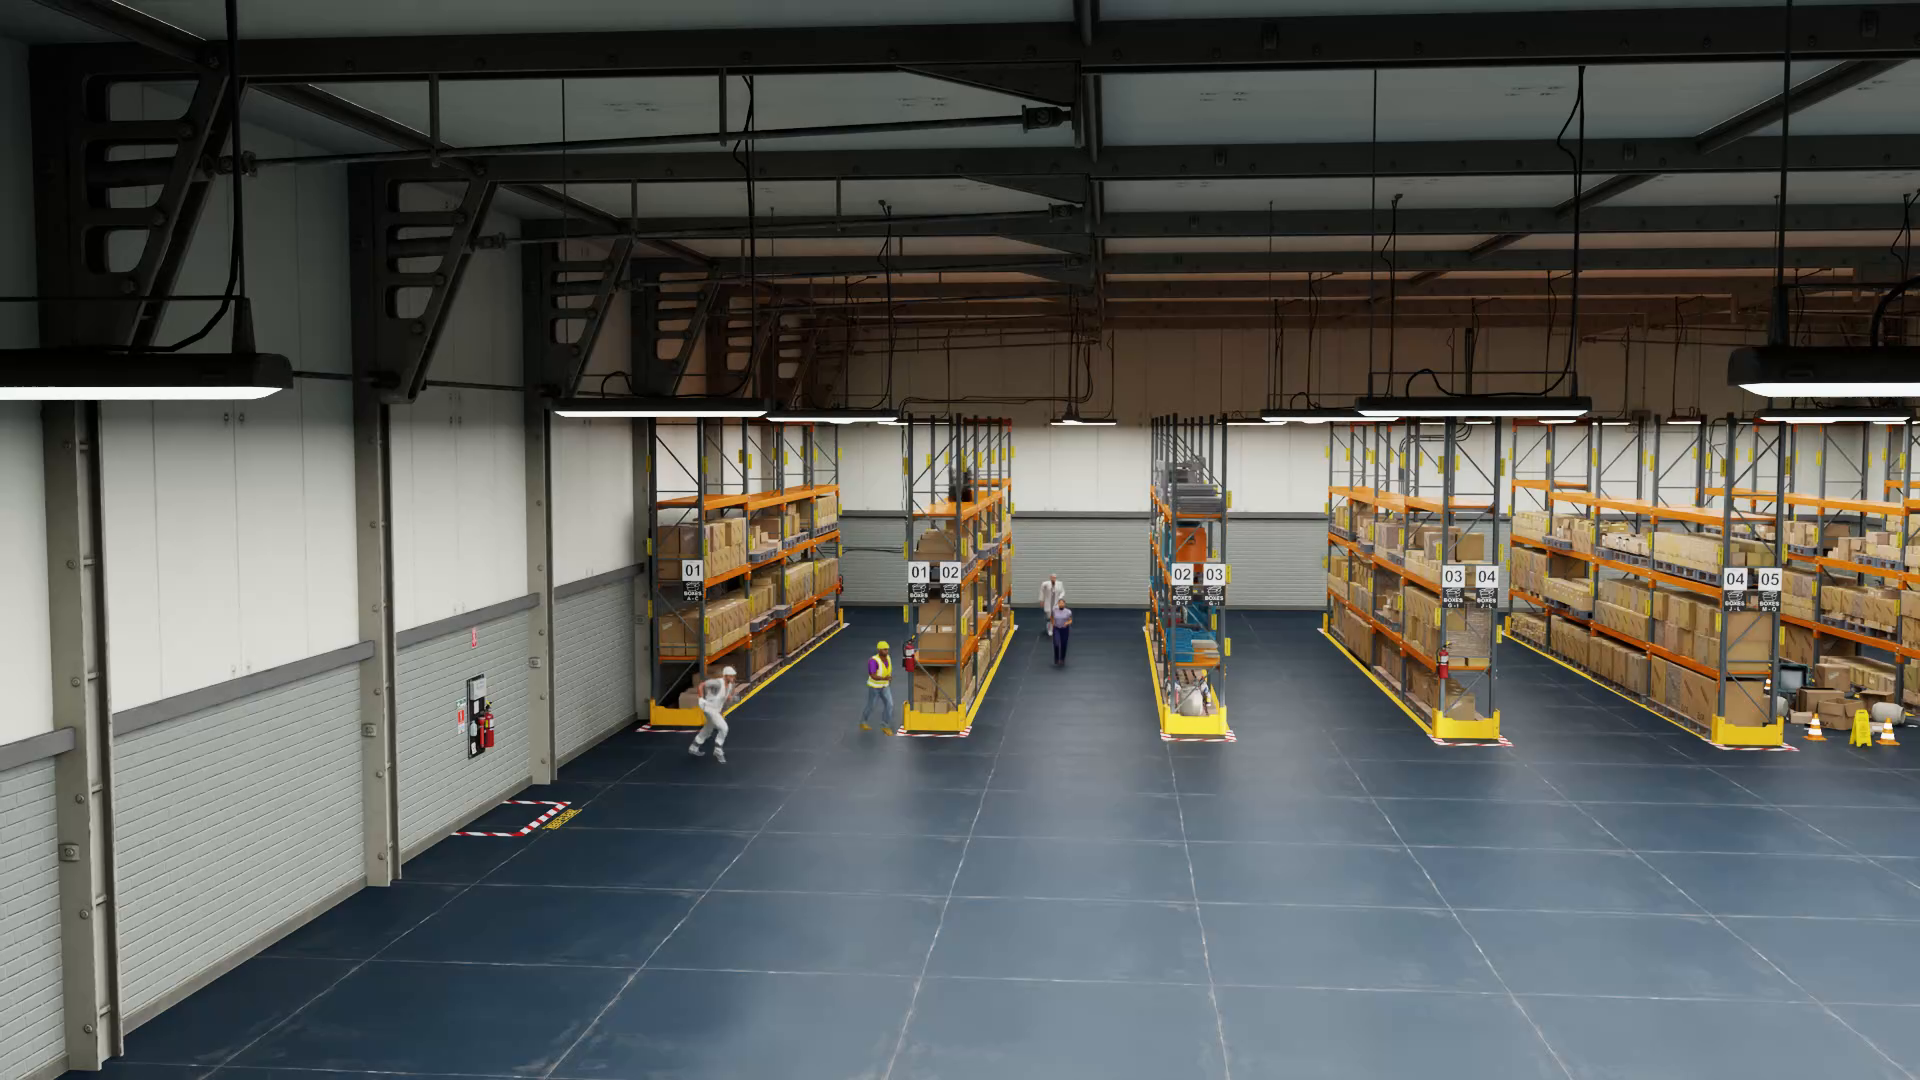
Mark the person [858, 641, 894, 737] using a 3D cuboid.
[{"bbox_3d":[-1.495,2.769,30.948,1.028,1.798,0.645,4,5,44],"label":"person"}]

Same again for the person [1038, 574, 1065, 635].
[{"bbox_3d":[2.535,1.771,46.127,0.709,1.712,0.712,-1,4,-11],"label":"person"}]

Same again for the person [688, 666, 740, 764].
[{"bbox_3d":[-4.255,2.997,28.483,1.006,1.710,0.709,2,4,25],"label":"person"}]

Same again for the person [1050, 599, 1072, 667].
[{"bbox_3d":[2.442,2.233,40.019,0.507,1.665,0.800,0,4,-1],"label":"person"}]
